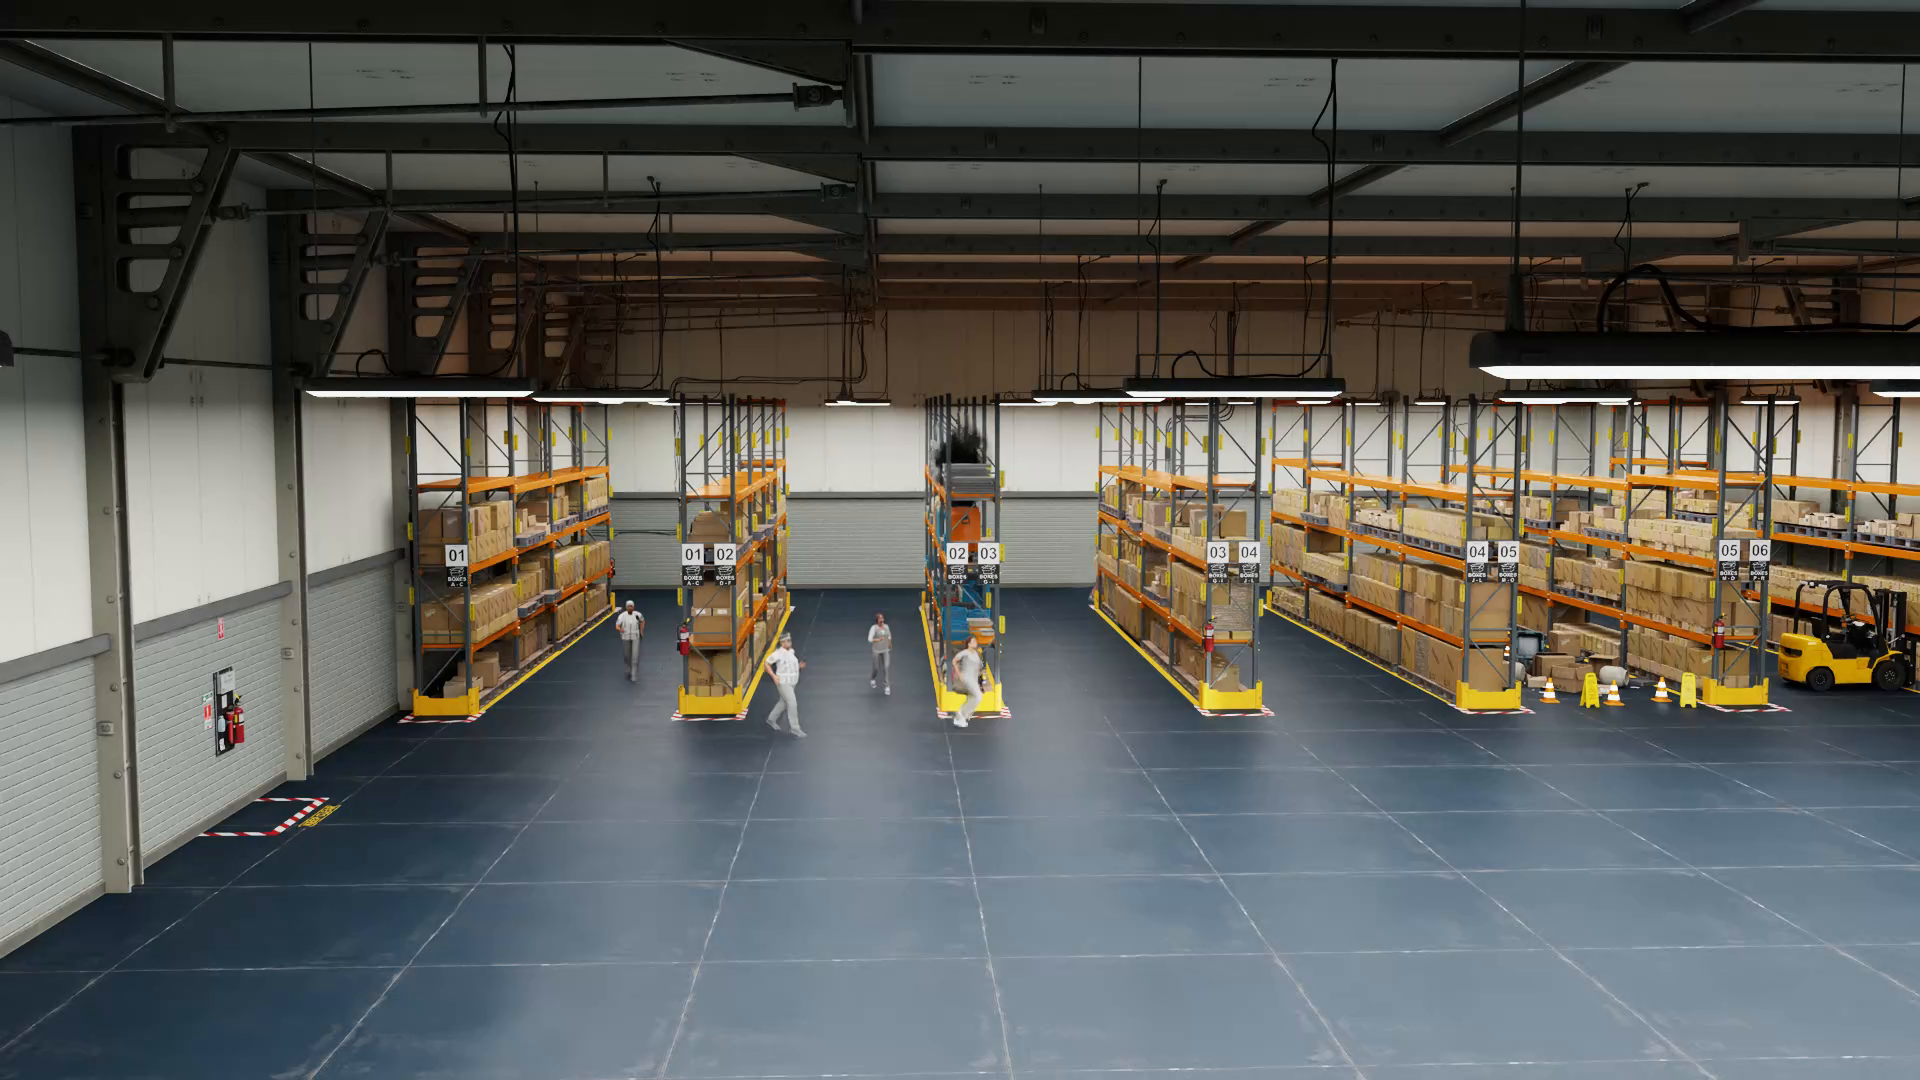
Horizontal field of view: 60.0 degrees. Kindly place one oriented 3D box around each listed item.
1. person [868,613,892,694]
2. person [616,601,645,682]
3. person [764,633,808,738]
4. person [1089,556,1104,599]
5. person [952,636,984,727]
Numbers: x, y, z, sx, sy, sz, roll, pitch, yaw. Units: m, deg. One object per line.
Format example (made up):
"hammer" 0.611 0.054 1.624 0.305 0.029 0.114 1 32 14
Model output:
"person" -1.600 2.259 33.473 0.535 1.592 0.887 -2 5 -19
"person" -6.975 2.110 35.204 0.612 1.670 0.929 -1 5 -10
"person" -3.047 2.524 29.132 0.915 1.807 0.651 2 5 23
"person" 4.223 0.983 49.402 0.776 1.646 0.533 1 5 15
"person" 0.191 2.532 29.951 0.582 1.624 0.579 2 5 27
